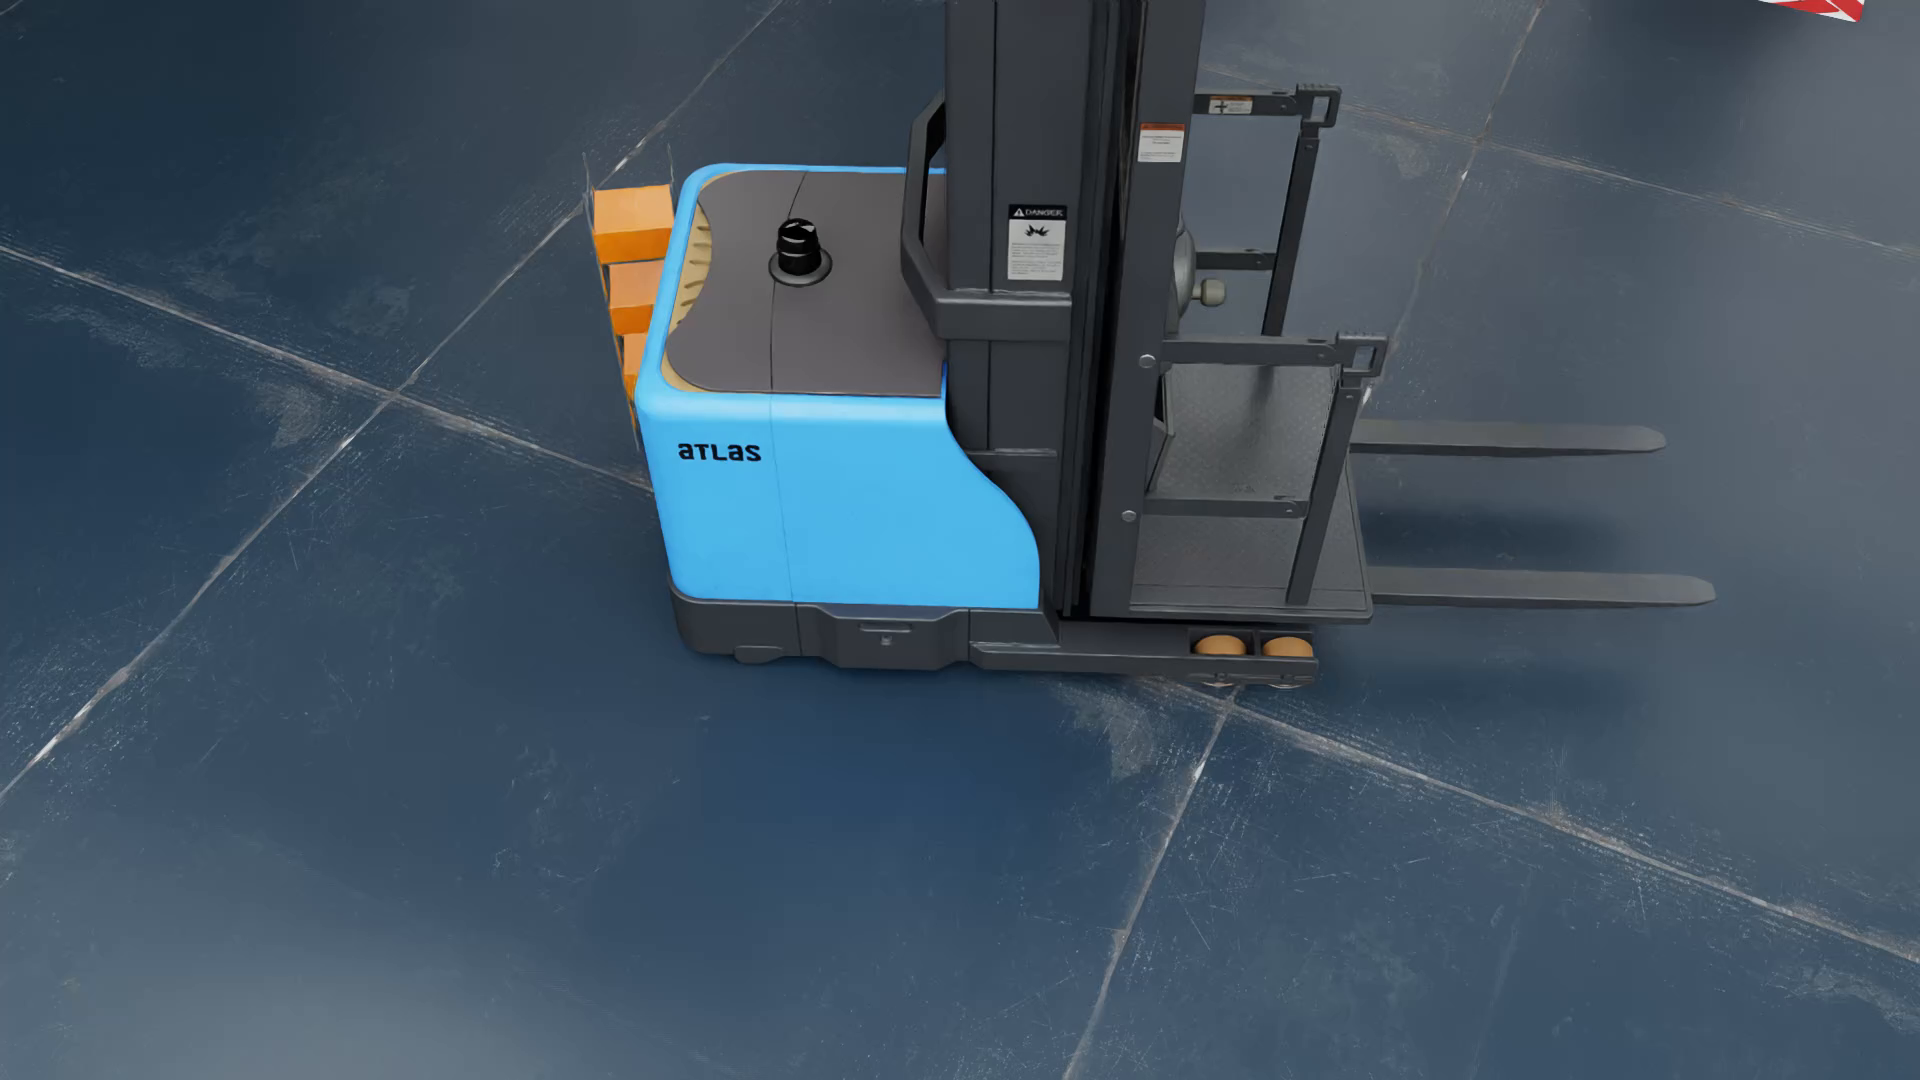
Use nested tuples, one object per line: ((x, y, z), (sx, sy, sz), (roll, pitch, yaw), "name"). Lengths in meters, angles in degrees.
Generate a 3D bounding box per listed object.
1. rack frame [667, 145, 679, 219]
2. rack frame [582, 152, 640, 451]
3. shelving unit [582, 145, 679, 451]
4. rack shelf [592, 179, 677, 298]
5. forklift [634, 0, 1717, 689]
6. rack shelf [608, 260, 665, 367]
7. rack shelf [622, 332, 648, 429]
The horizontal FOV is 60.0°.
((-0.837, -0.737, 5.188), (0.008, 1.050, 0.200), (-6, 50, -5), "rack frame")
((-1.078, -0.710, 5.165), (0.008, 1.050, 0.200), (-6, 50, -5), "rack frame")
((-0.957, -0.724, 5.176), (0.252, 1.050, 0.215), (-6, 50, -5), "shelving unit")
((-0.957, -0.901, 4.968), (0.240, 0.259, 0.215), (-6, 50, -5), "rack shelf")
((0.691, -0.930, 4.117), (3.031, 2.935, 1.130), (2, 50, 1), "forklift")
((-0.957, -0.717, 5.184), (0.240, 0.259, 0.215), (-6, 50, -5), "rack shelf")
((-0.957, -0.537, 5.396), (0.240, 0.259, 0.215), (-6, 50, -5), "rack shelf")
